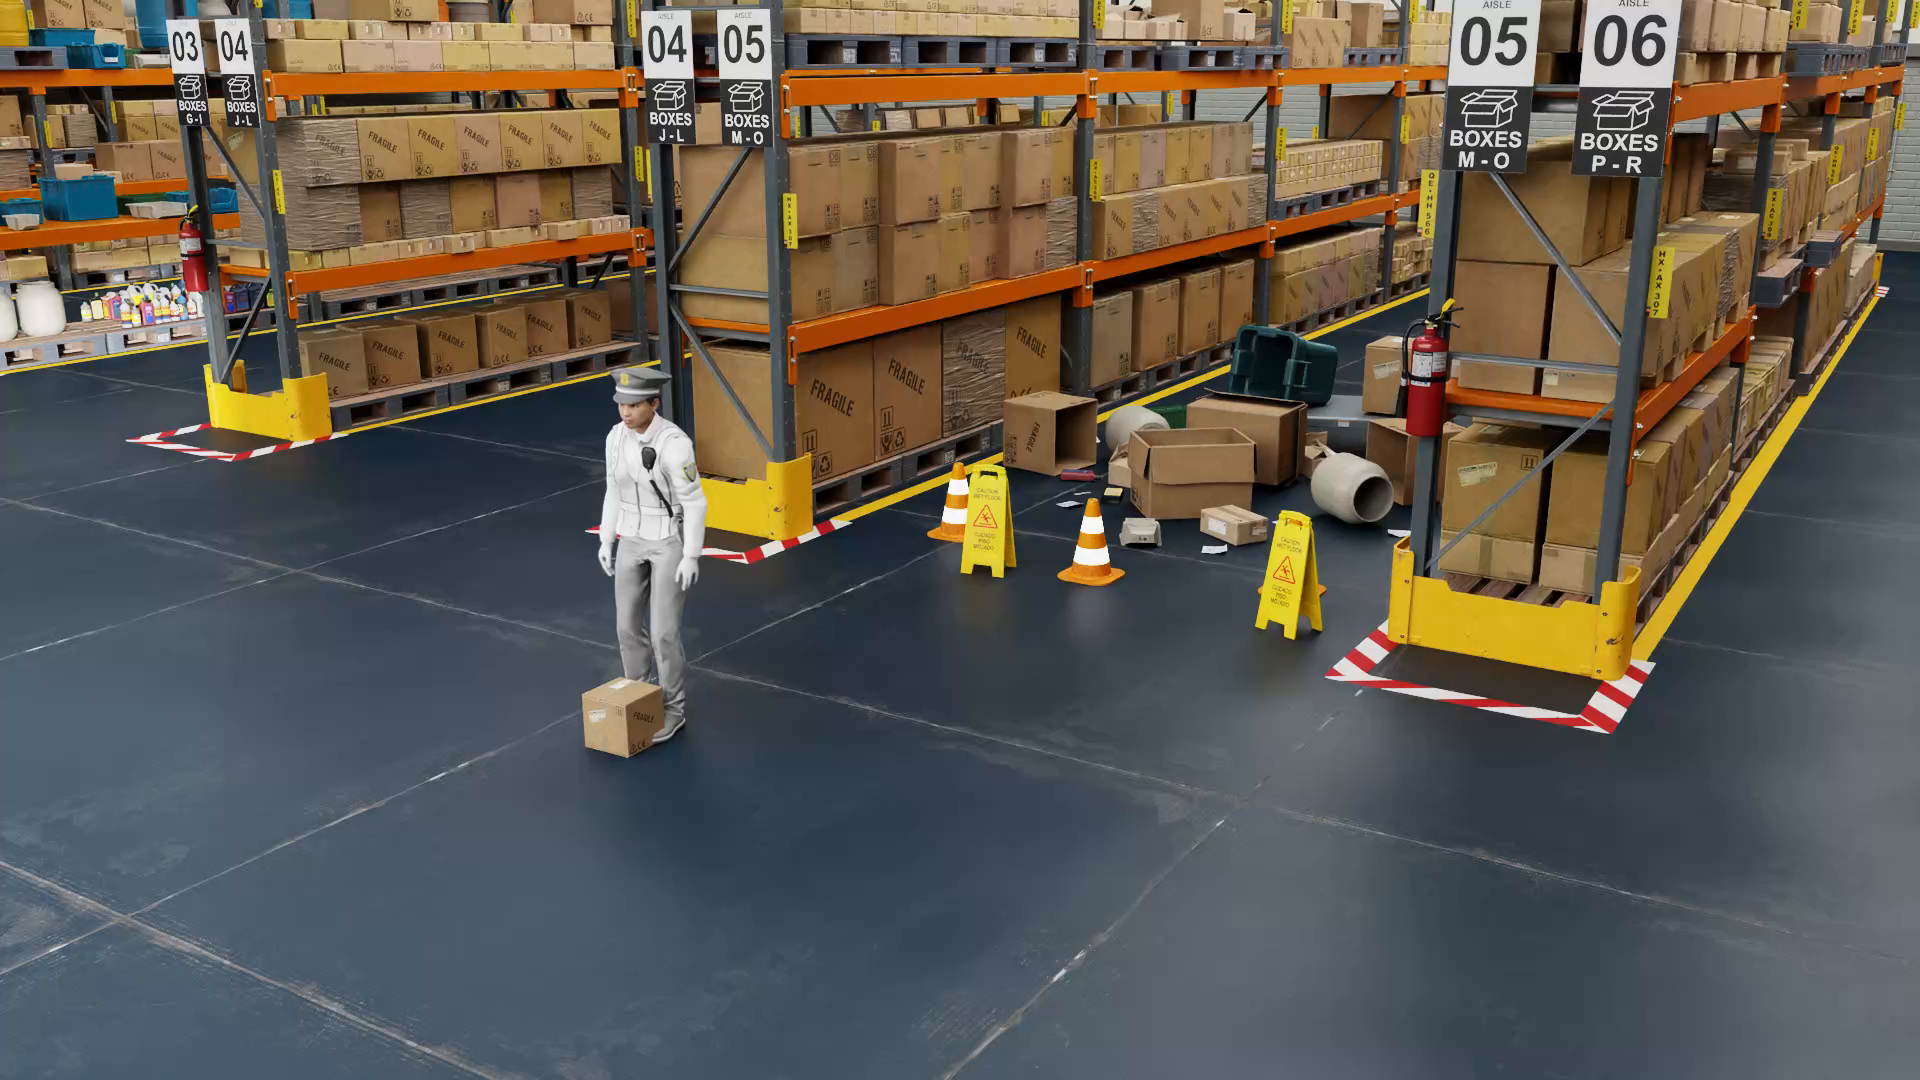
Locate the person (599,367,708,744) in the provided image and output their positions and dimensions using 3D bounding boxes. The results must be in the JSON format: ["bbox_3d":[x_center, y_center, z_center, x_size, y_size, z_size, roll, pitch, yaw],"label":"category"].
[{"bbox_3d":[-1.371,0.052,7.345,0.547,1.667,0.409,9,18,27],"label":"person"}]
